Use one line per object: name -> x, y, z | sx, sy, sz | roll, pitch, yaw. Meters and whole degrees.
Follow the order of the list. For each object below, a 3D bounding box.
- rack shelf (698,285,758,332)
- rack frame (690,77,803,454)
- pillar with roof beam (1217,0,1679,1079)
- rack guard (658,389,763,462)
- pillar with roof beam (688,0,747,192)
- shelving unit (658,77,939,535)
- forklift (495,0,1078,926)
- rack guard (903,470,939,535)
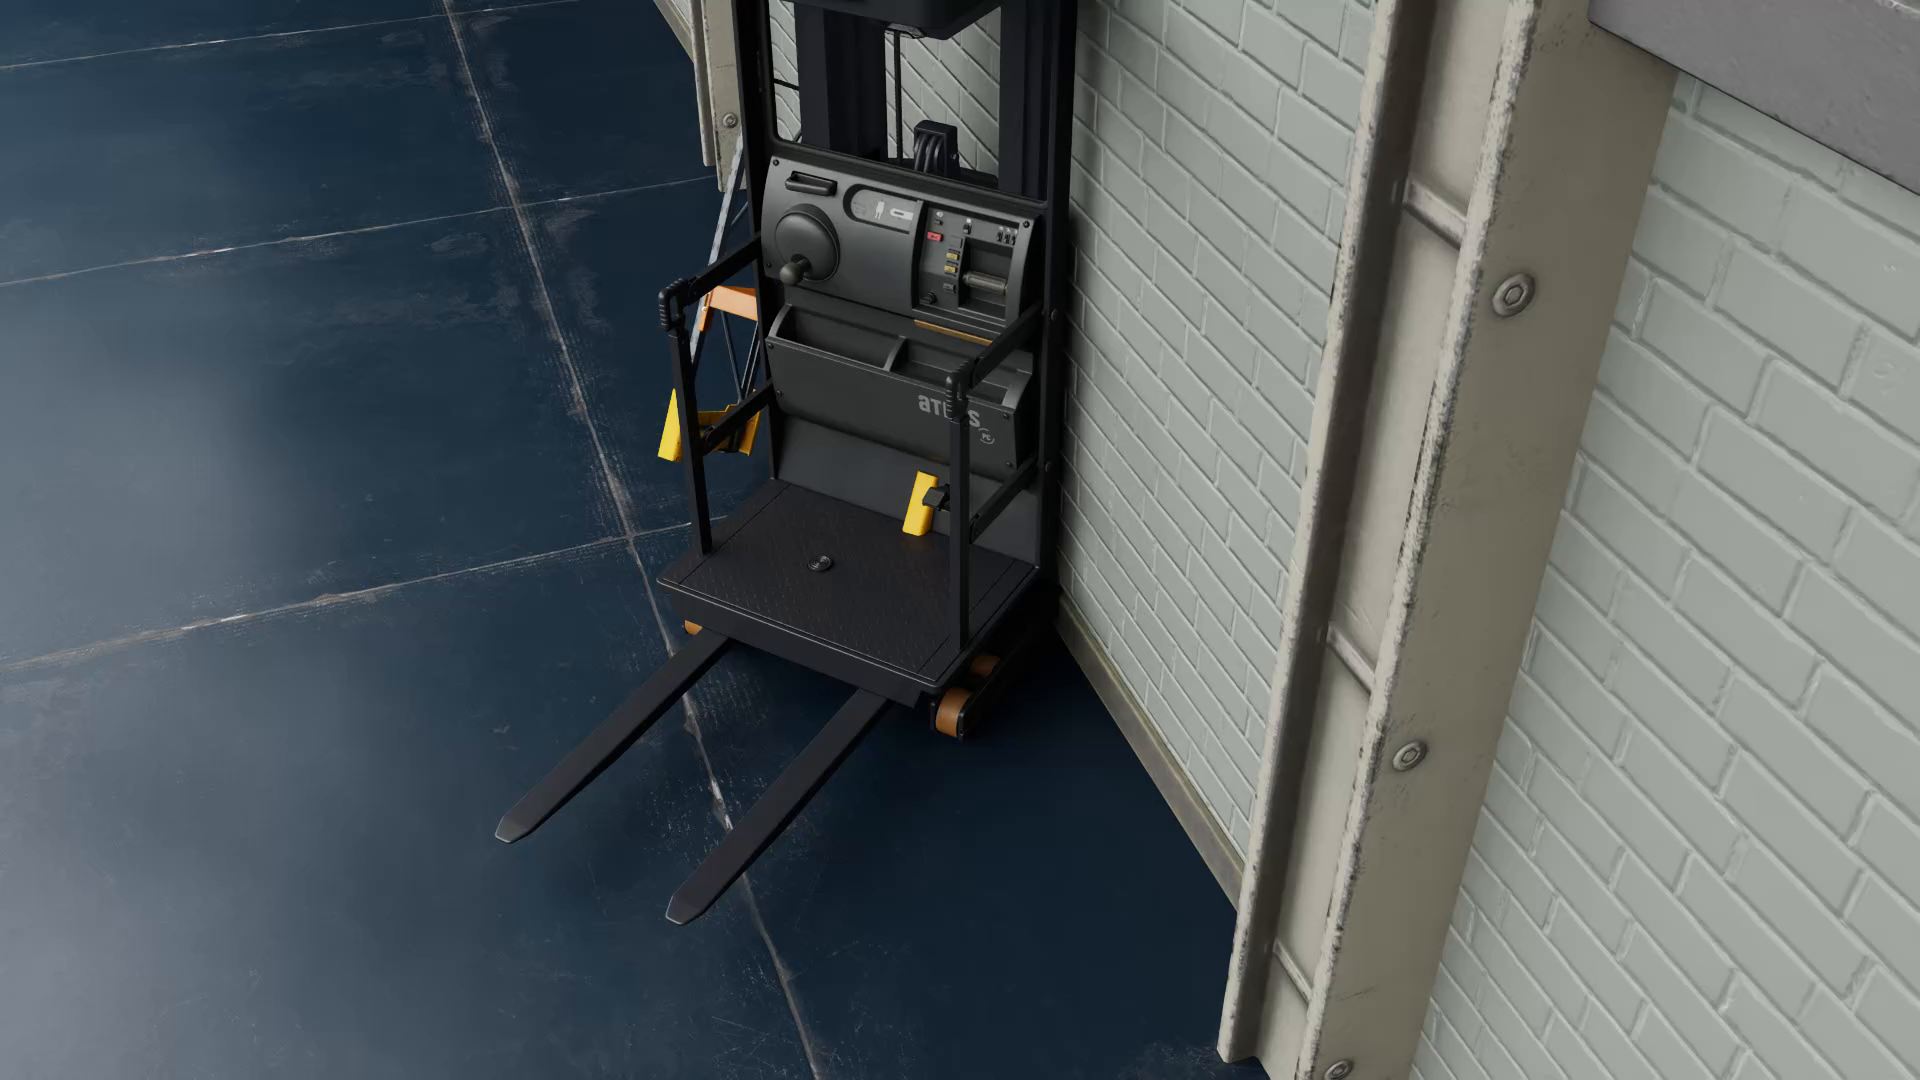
rack shelf -> -0.374, -0.709, 6.012 | 1.000, 0.185, 0.538 | 19, 12, 19
rack frame -> -0.782, -1.036, 6.144 | 0.032, 1.500, 0.500 | 19, 12, 19
pillar with roof beam -> -3.145, -1.267, 0.453 | 9.100, 9.000, 0.400 | -12, 39, -16
rack guard -> -0.925, -0.438, 6.258 | 0.087, 0.250, 0.587 | 19, 12, 19
pillar with roof beam -> -5.210, -4.657, 4.953 | 9.100, 9.000, 0.400 | -12, 39, -16
shelving unit -> -0.320, -0.876, 5.974 | 1.083, 1.500, 0.587 | 19, 12, 19
forklift -> -0.304, -0.843, 4.933 | 1.130, 2.935, 3.031 | 19, 41, 23
rack guard -> -0.036, -0.130, 5.932 | 0.087, 0.250, 0.587 | 19, 12, 19
